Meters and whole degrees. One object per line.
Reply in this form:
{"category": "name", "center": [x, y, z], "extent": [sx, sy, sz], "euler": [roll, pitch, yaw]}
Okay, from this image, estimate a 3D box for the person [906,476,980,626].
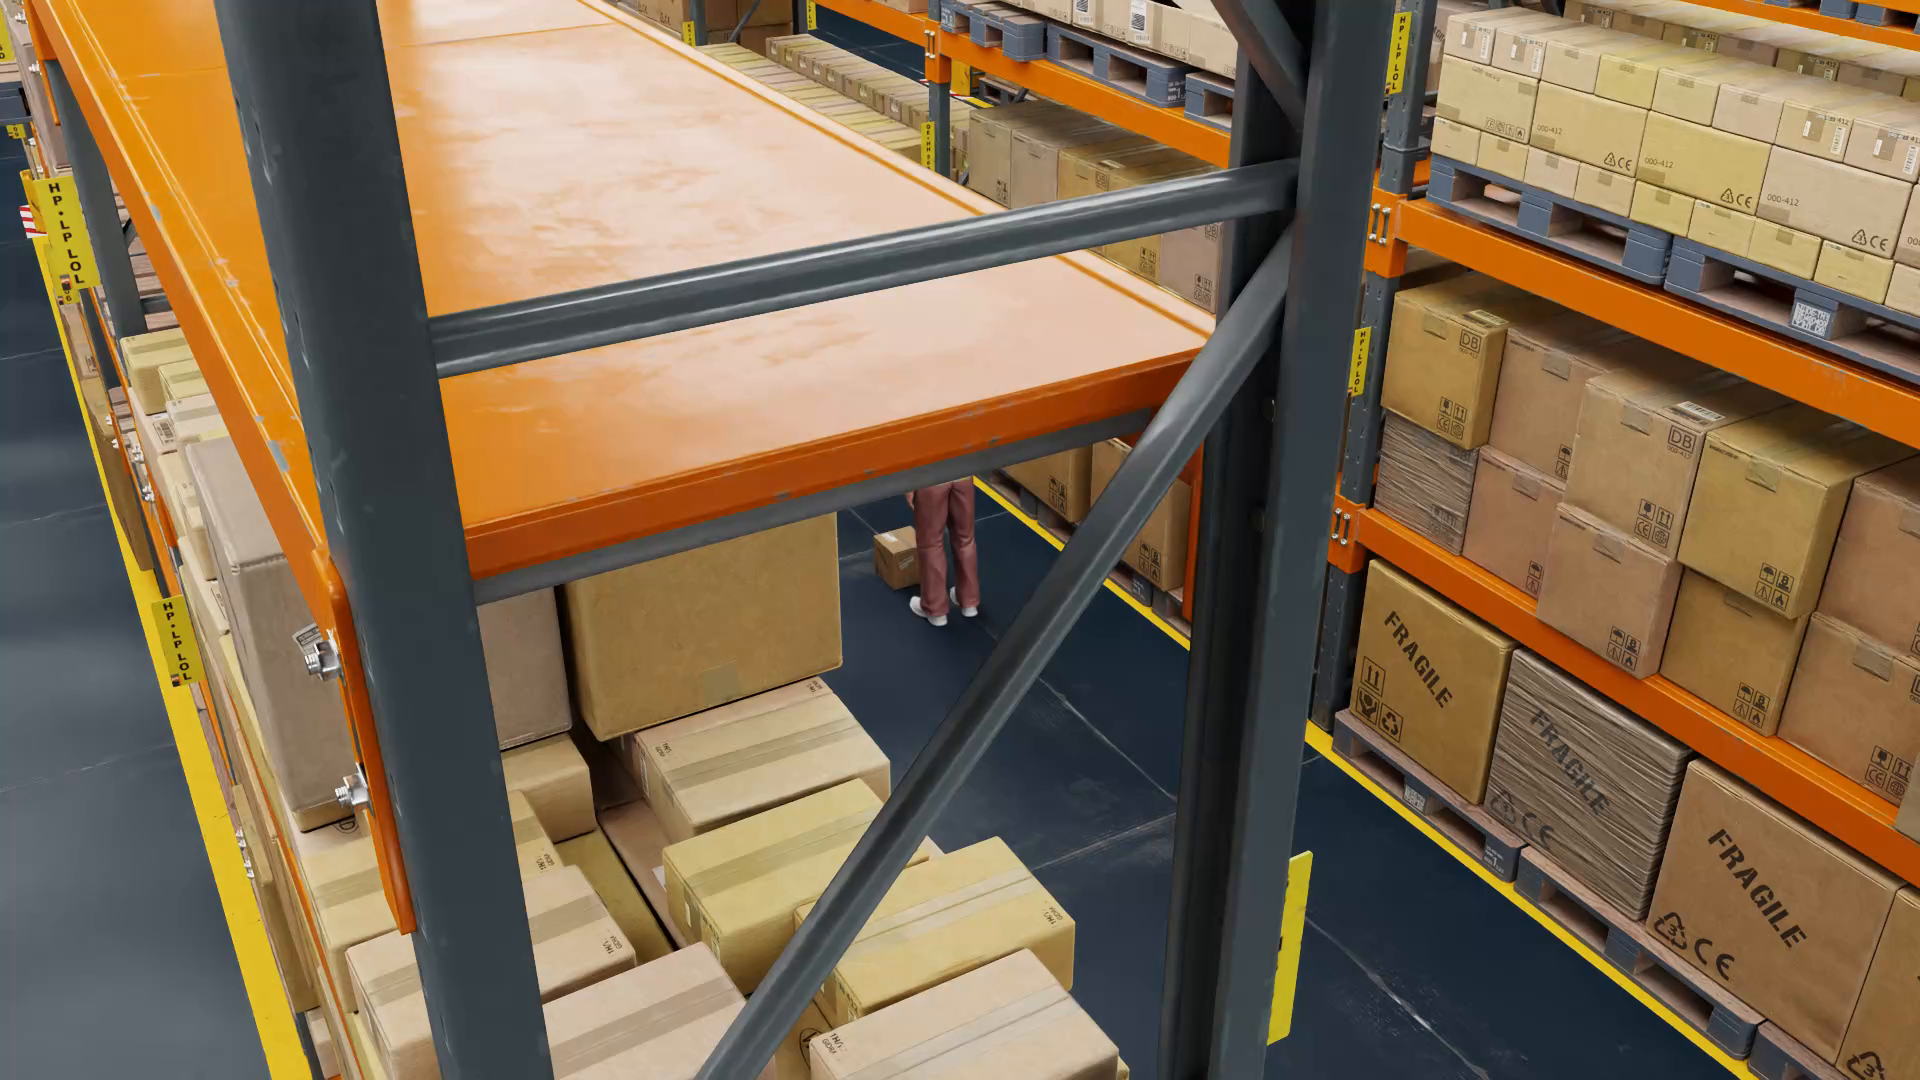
{"category": "person", "center": [-0.095, -0.305, 9.113], "extent": [0.442, 1.673, 0.360], "euler": [-15, 33, -25]}
